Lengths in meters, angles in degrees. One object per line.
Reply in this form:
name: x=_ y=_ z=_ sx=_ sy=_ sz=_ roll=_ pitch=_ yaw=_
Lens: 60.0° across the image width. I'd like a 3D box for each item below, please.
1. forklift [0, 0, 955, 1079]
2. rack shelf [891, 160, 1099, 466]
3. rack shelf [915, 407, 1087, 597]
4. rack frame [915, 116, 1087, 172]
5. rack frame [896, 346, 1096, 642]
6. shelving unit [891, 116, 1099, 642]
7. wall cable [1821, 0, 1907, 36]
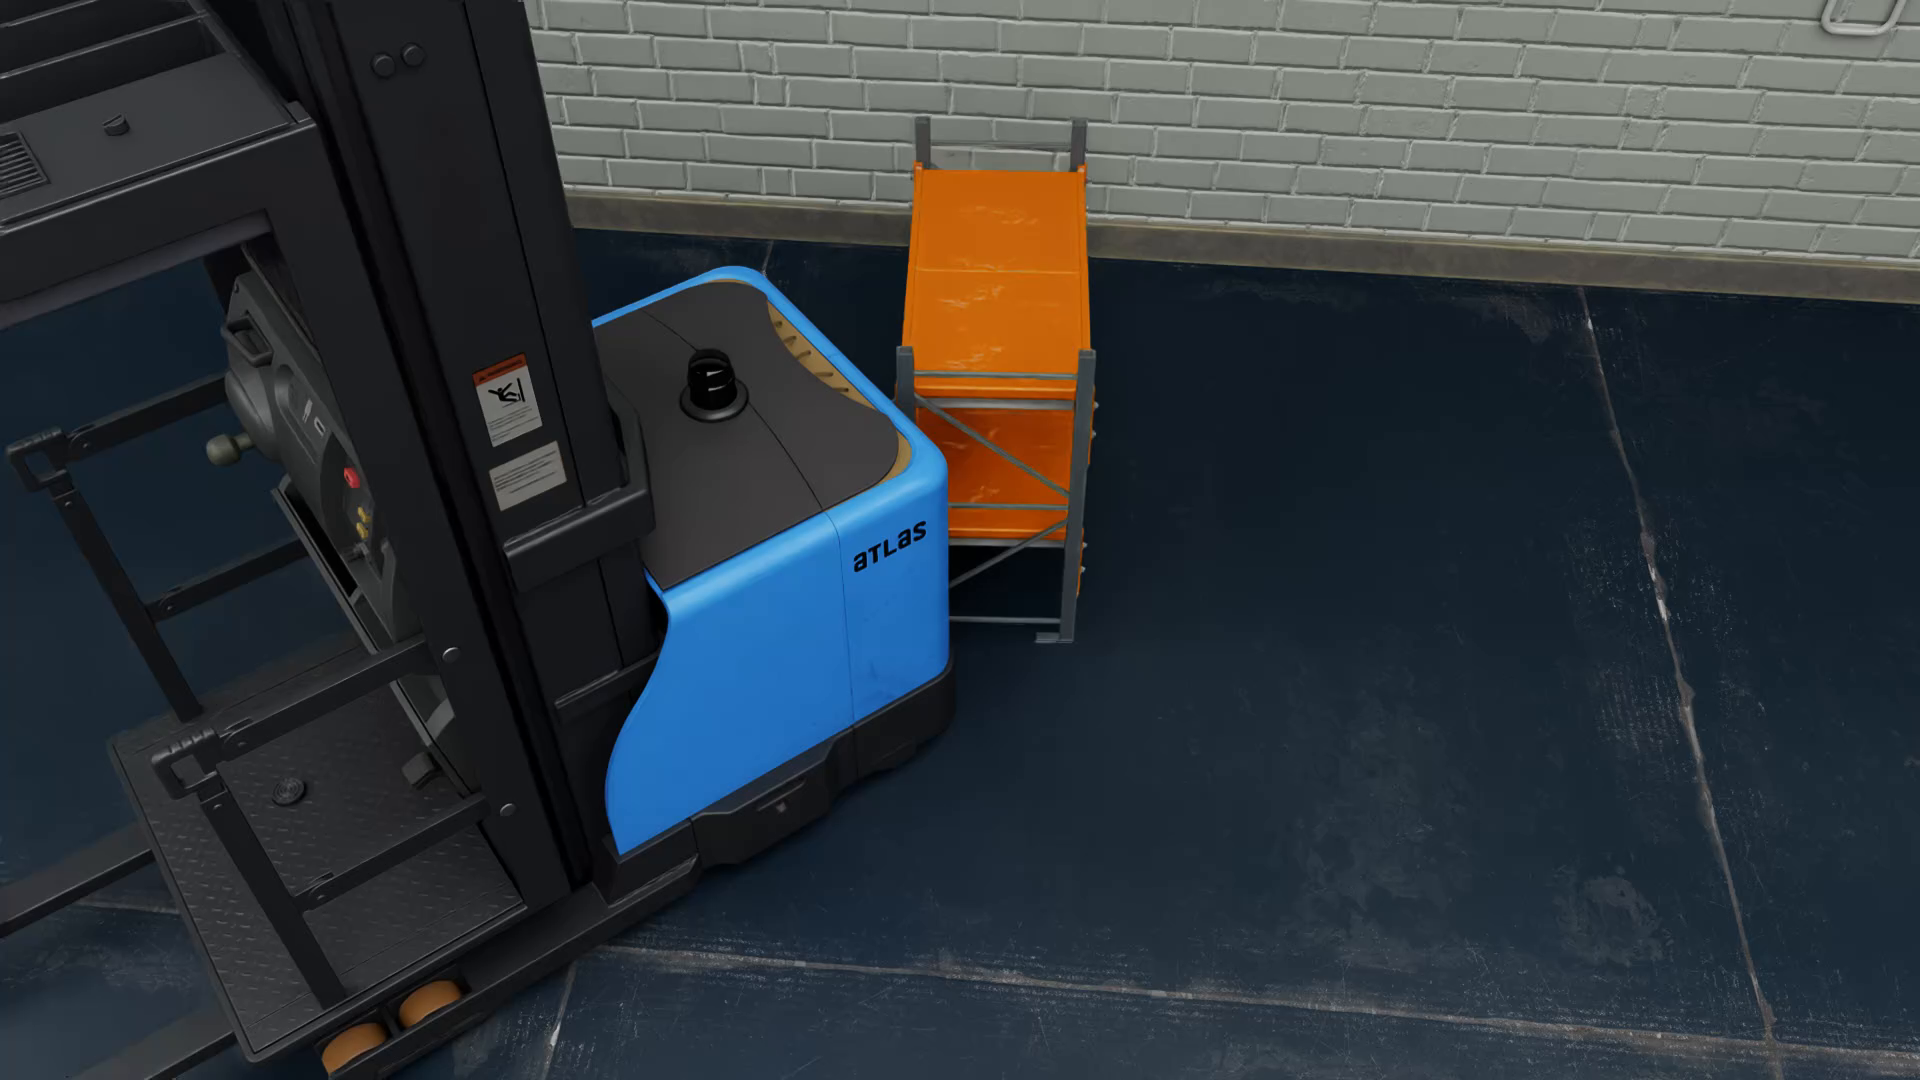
forklift: x=-1.508 y=-0.109 z=3.363 sx=3.031 sy=2.935 sz=1.130 roll=-28 pitch=53 yaw=-23
rack shelf: x=0.105 y=-0.663 z=4.698 sx=0.538 sy=0.278 sz=1.000 roll=1 pitch=48 yaw=1
rack shelf: x=0.105 y=-0.301 z=5.094 sx=0.538 sy=0.278 sz=1.000 roll=1 pitch=48 yaw=1
rack frame: x=0.120 y=-0.841 z=5.257 sx=0.500 sy=1.125 sz=0.032 roll=1 pitch=48 yaw=1
rack frame: x=0.090 y=-0.091 z=4.571 sx=0.500 sy=1.125 sz=0.032 roll=1 pitch=48 yaw=1
shelving unit: x=0.105 y=-0.466 z=4.914 sx=0.538 sy=1.125 sz=1.048 roll=1 pitch=48 yaw=1
wall cable: x=2.698 y=-2.249 z=4.564 sx=0.585 sy=1.953 sz=0.123 roll=4 pitch=48 yaw=4
